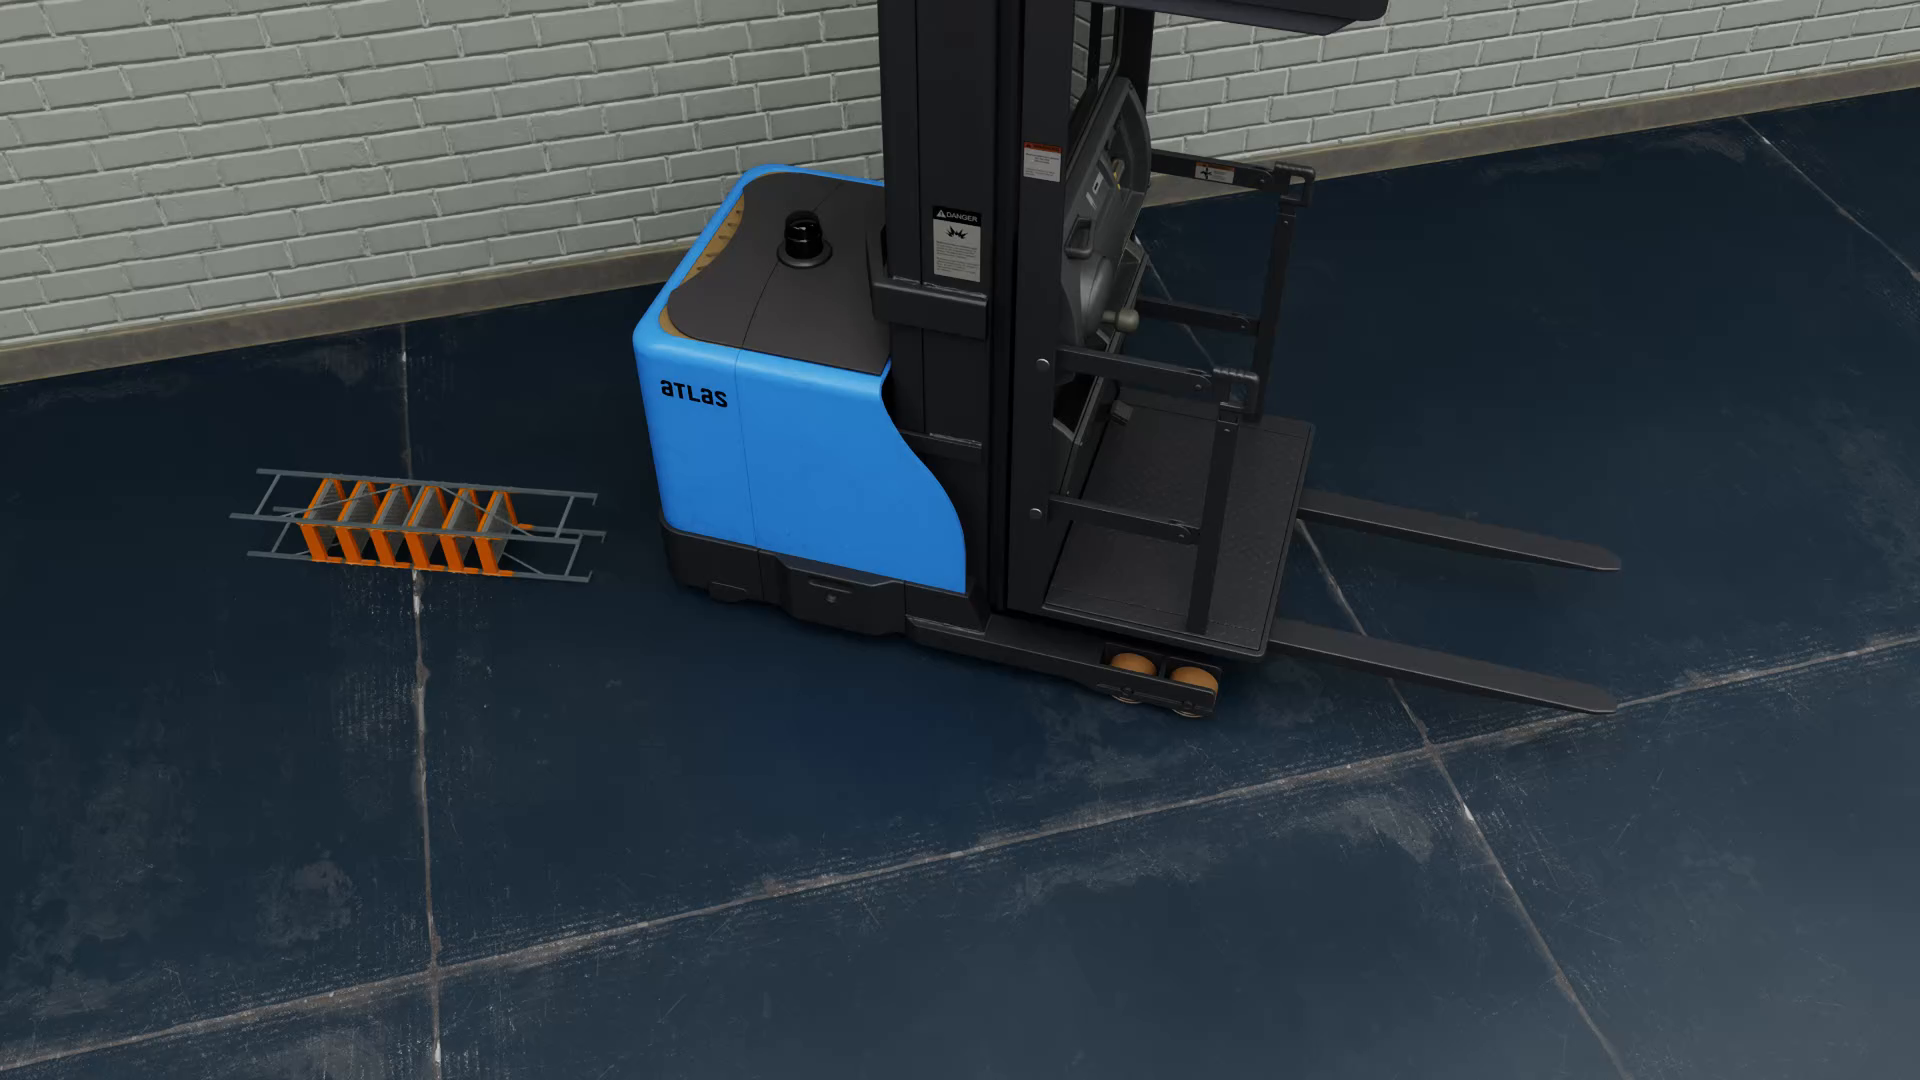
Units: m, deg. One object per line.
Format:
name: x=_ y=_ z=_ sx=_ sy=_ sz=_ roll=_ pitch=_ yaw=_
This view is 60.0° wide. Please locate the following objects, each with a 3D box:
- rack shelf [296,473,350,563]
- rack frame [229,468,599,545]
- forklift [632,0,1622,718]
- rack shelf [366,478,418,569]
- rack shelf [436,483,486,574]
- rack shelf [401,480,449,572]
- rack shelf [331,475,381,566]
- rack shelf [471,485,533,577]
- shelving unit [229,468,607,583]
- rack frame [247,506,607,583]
rack shelf: x=-2.148 y=-0.075 z=5.689 sx=0.103 sy=0.180 sz=0.258 roll=4 pitch=46 yaw=5
rack frame: x=-1.834 y=-0.115 z=5.598 sx=1.200 sy=0.006 sz=0.240 roll=4 pitch=46 yaw=5
forklift: x=0.596 y=-0.898 z=4.577 sx=3.031 sy=2.935 sz=1.130 roll=12 pitch=47 yaw=12
rack shelf: x=-1.909 y=-0.057 z=5.669 sx=0.103 sy=0.180 sz=0.258 roll=4 pitch=46 yaw=5
rack shelf: x=-1.670 y=-0.039 z=5.650 sx=0.103 sy=0.180 sz=0.258 roll=4 pitch=46 yaw=5
rack shelf: x=-1.790 y=-0.048 z=5.659 sx=0.103 sy=0.180 sz=0.258 roll=4 pitch=46 yaw=5
rack shelf: x=-2.028 y=-0.066 z=5.679 sx=0.103 sy=0.180 sz=0.258 roll=4 pitch=46 yaw=5
rack shelf: x=-1.551 y=-0.030 z=5.640 sx=0.103 sy=0.180 sz=0.258 roll=4 pitch=46 yaw=5
shelving unit: x=-1.834 y=-0.051 z=5.663 sx=1.200 sy=0.189 sz=0.258 roll=4 pitch=46 yaw=5
rack frame: x=-1.833 y=0.013 z=5.728 sx=1.200 sy=0.006 sz=0.240 roll=4 pitch=46 yaw=5
